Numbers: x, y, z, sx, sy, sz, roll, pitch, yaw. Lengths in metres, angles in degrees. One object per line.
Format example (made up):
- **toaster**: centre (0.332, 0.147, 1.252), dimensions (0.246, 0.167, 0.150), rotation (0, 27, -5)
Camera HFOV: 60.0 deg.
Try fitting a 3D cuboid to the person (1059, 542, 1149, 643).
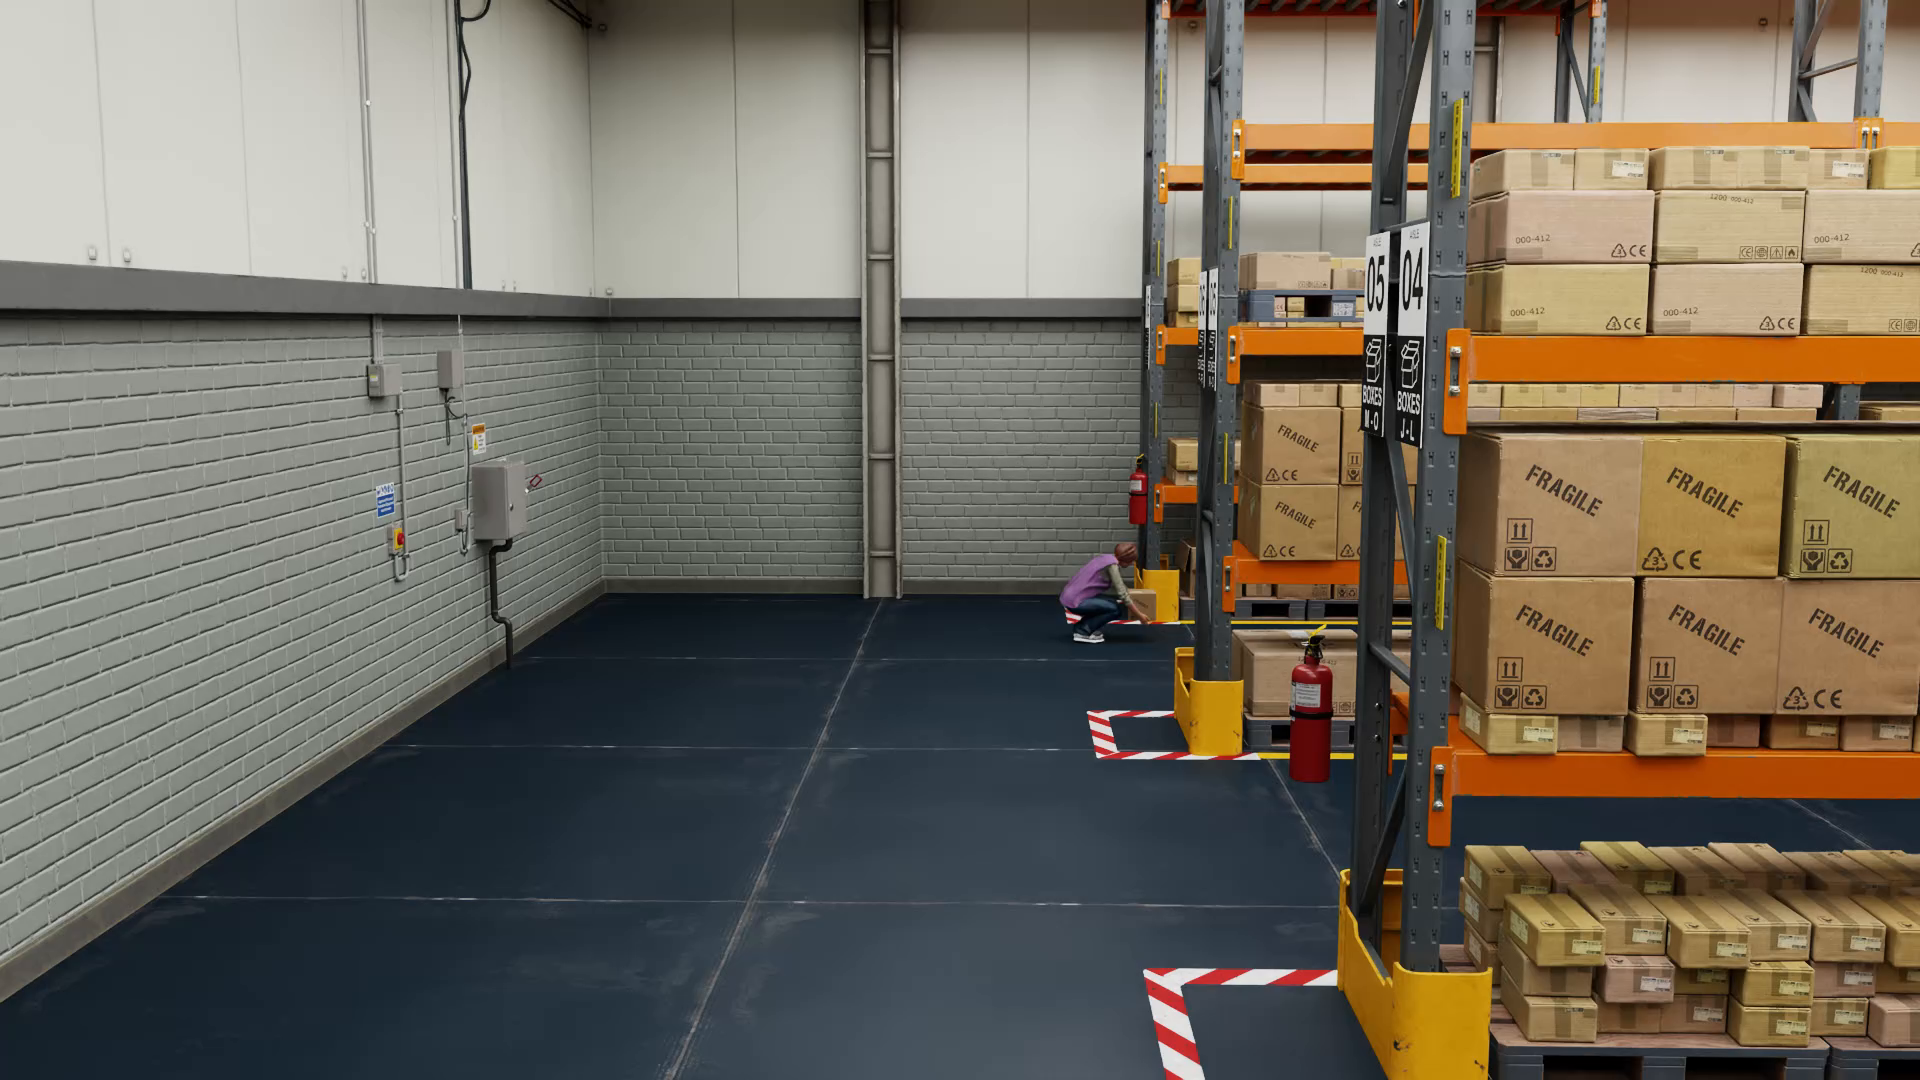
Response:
- **person**: centre (1.299, 0.476, 14.981), dimensions (0.808, 0.882, 0.446), rotation (0, 7, 1)
